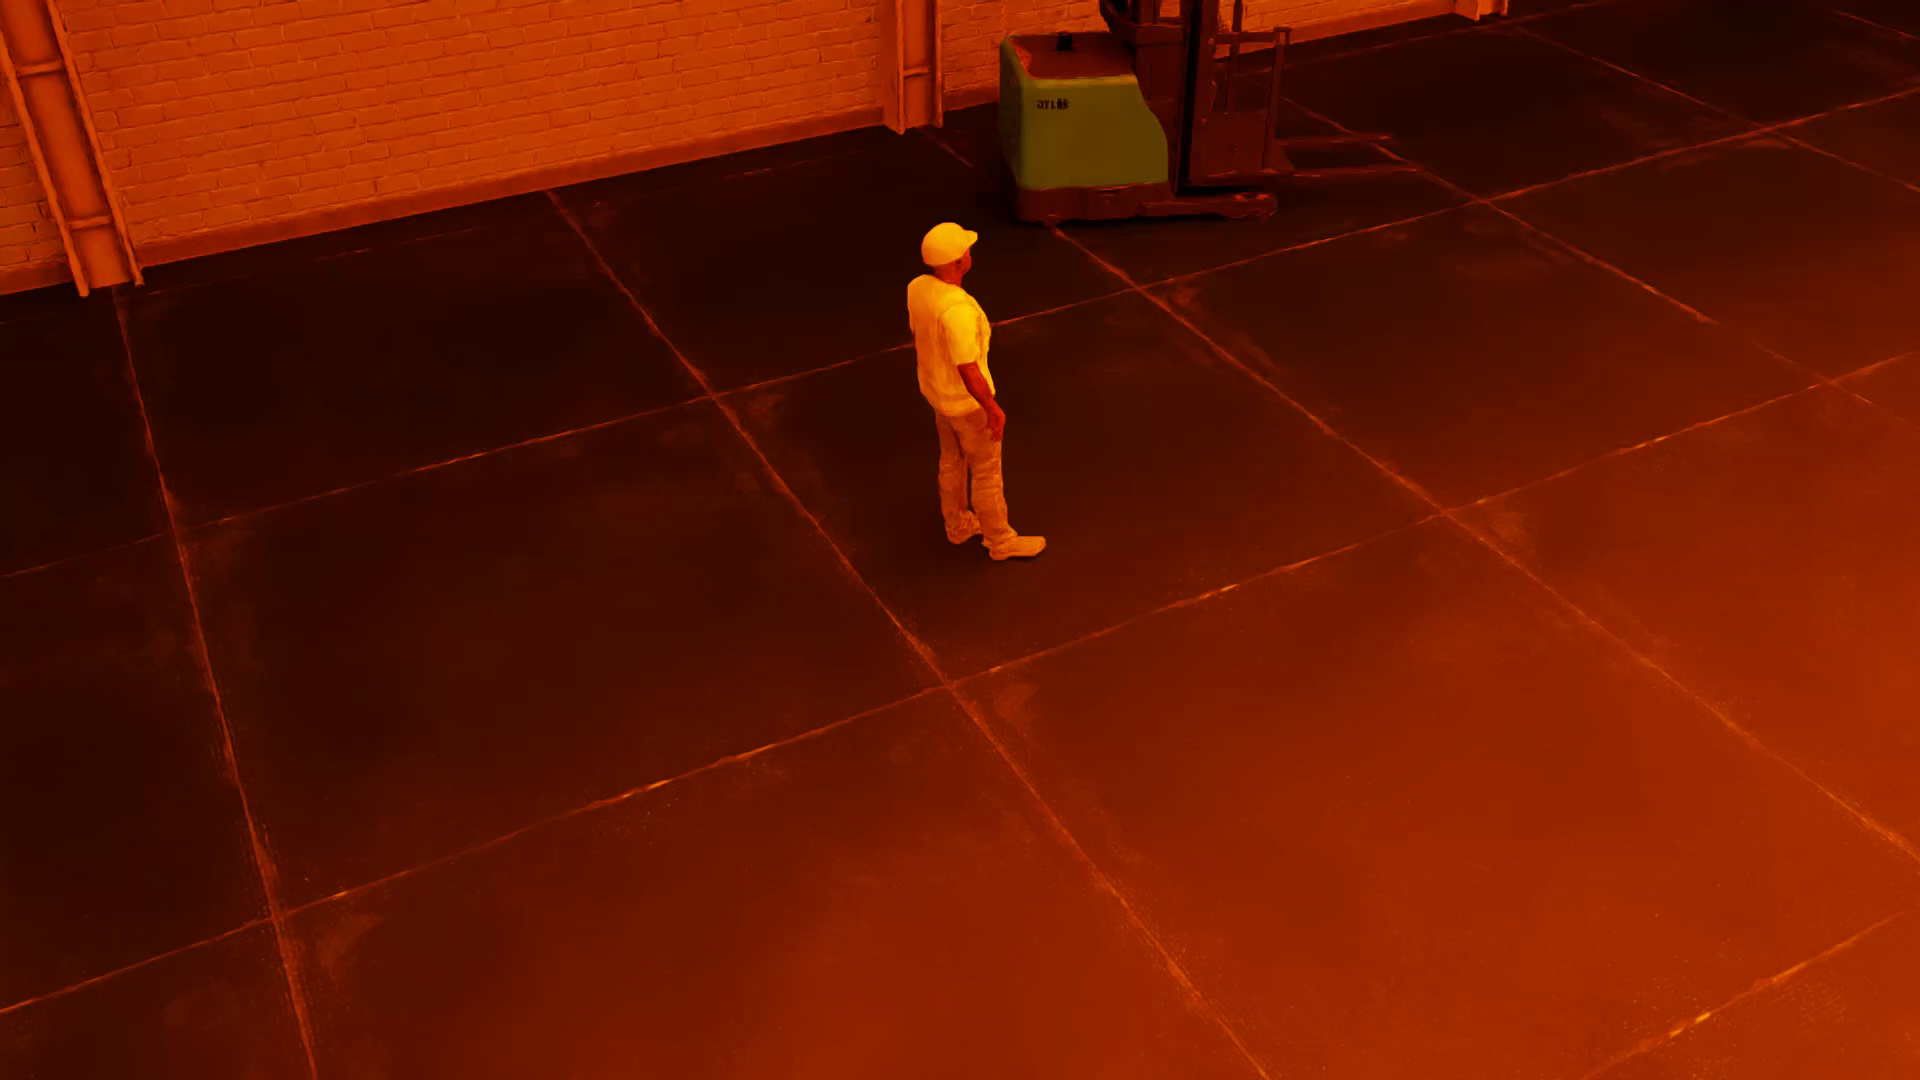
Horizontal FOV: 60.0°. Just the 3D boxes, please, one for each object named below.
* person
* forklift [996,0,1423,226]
[{"bbox_3d":[0.064,-0.743,8.171,0.576,1.766,0.665,-17,39,-23],"label":"person"},{"bbox_3d":[1.832,-3.793,11.489,3.031,2.935,1.130,-5,36,-7],"label":"forklift"}]
